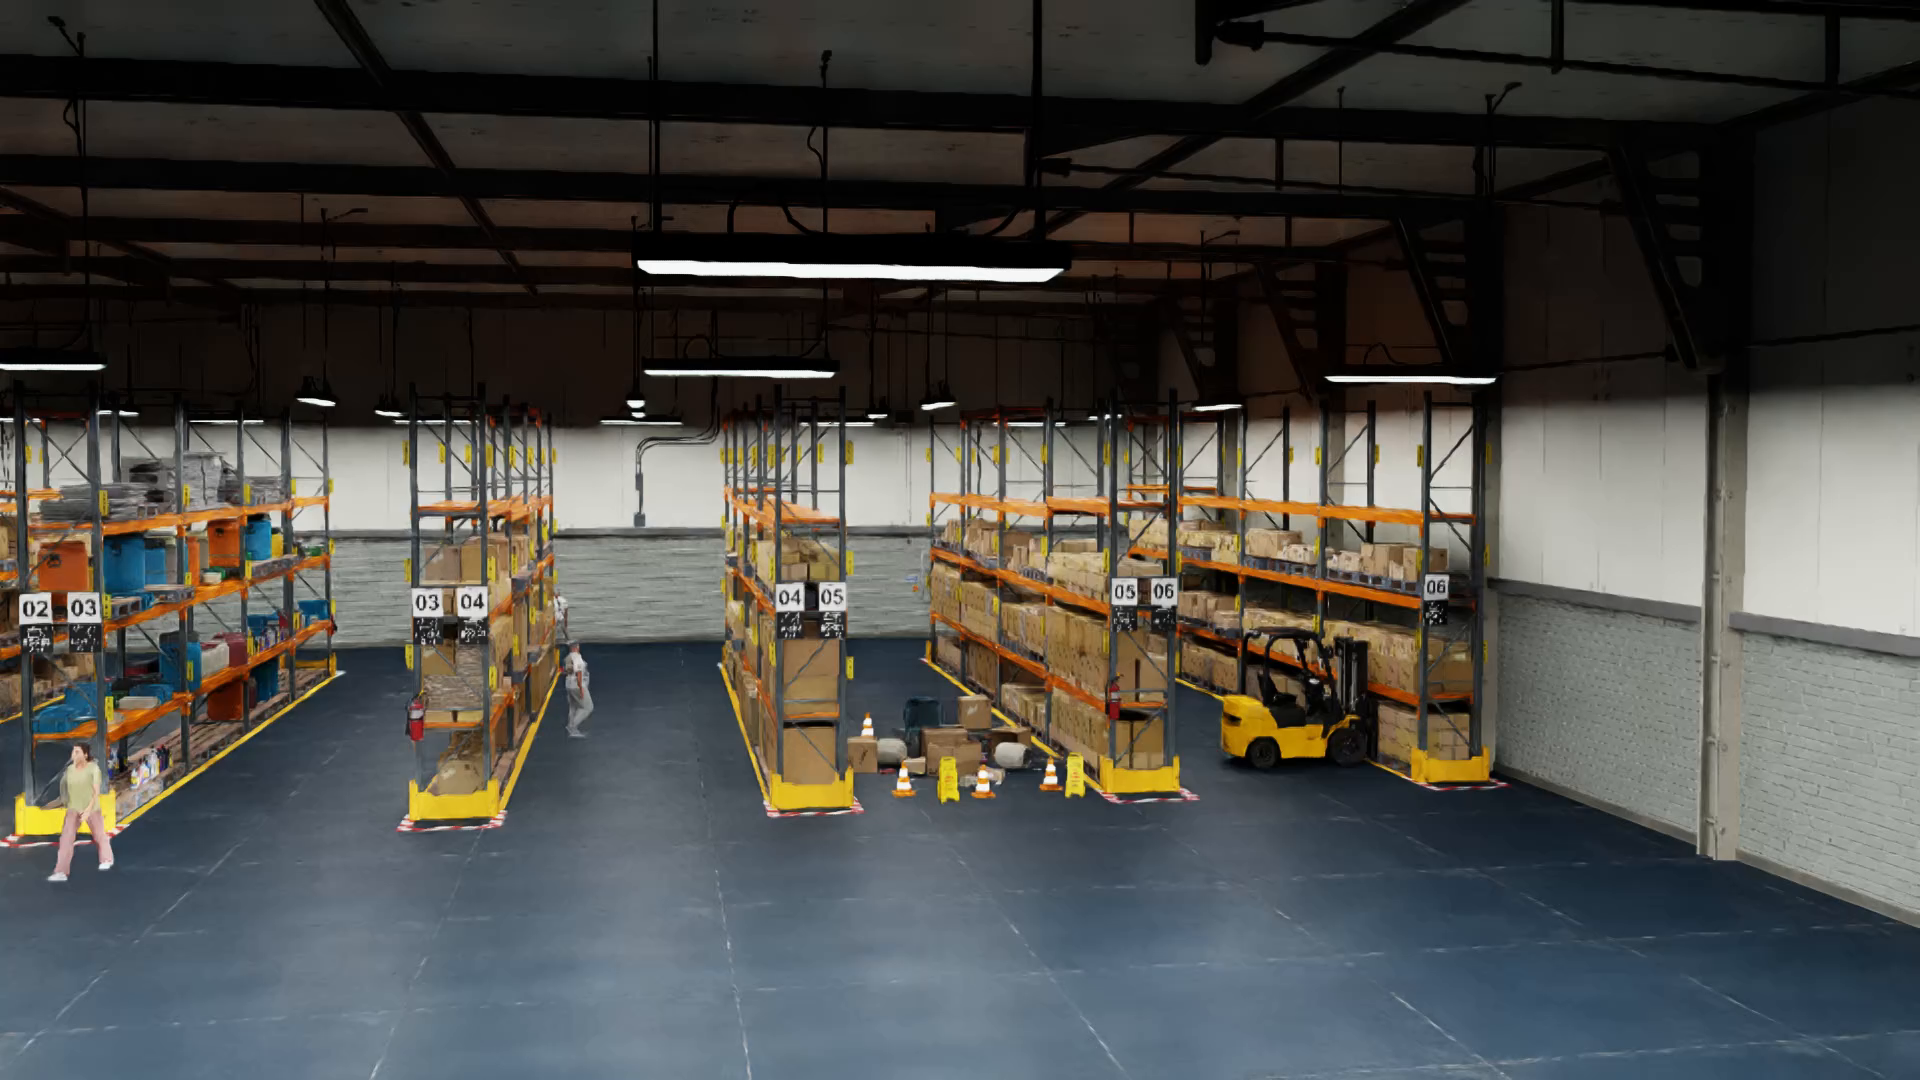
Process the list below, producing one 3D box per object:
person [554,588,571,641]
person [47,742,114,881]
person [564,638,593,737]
[{"bbox_3d":[-10.336,2.017,42.953,0.498,1.612,0.934,1,3,10],"label":"person"},{"bbox_3d":[-10.386,3.184,19.703,0.447,1.603,1.019,0,3,-1],"label":"person"},{"bbox_3d":[-6.817,2.629,29.498,0.467,1.755,0.578,-2,4,-37],"label":"person"}]
